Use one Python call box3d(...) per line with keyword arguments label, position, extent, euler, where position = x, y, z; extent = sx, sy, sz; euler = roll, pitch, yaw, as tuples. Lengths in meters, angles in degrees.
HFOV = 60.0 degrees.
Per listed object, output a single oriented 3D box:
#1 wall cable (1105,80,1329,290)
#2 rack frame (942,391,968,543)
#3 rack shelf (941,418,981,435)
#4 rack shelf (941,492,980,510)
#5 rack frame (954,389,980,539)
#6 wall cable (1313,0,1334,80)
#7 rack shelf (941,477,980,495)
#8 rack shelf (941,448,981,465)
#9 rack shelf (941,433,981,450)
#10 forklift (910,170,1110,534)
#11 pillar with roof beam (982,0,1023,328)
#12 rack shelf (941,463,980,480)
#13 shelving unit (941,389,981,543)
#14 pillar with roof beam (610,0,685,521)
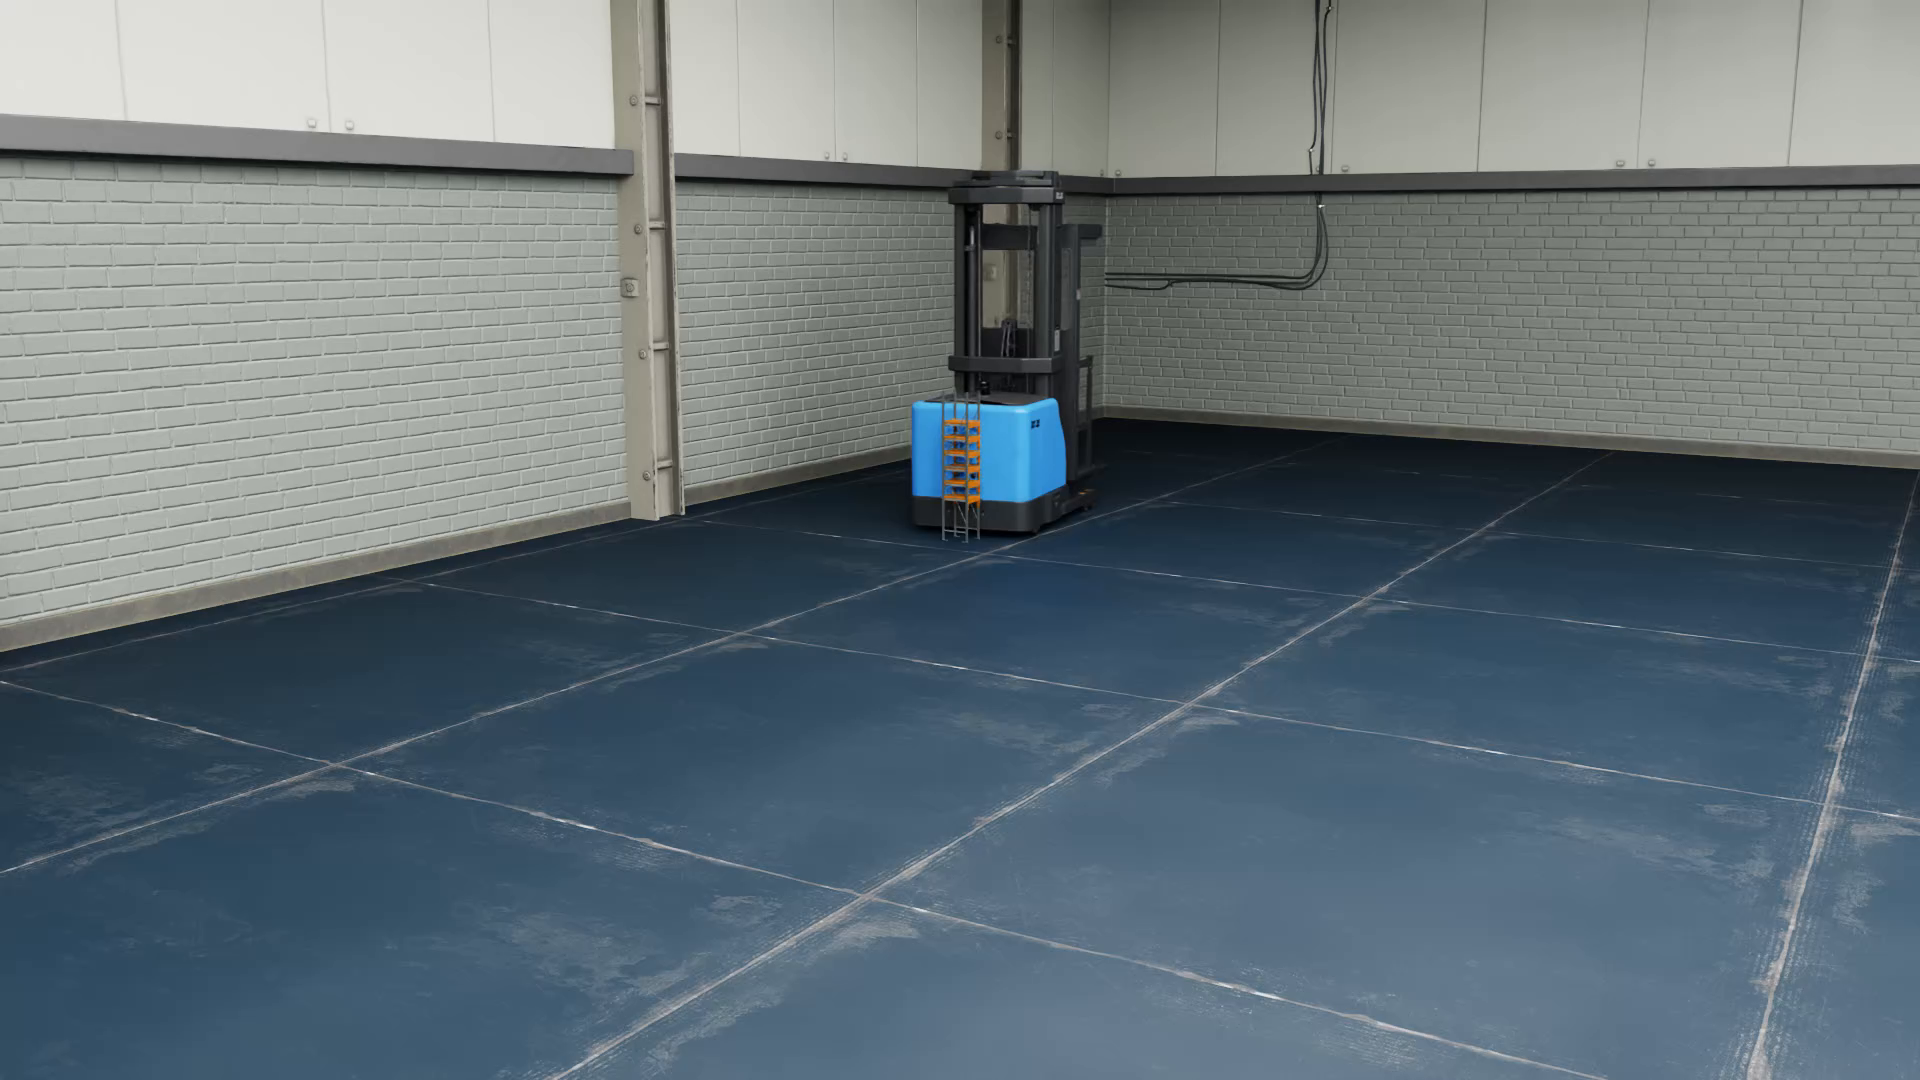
box3d(label="wall cable", position=(3.134, -4.389, 20.797), extent=(3.097, 2.526, 0.112), euler=(6, 12, 31))
box3d(label="rack frame", position=(-0.040, -0.578, 13.193), extent=(0.240, 1.200, 0.006), euler=(6, 12, 30))
box3d(label="rack shelf", position=(0.007, -0.902, 13.212), extent=(0.258, 0.103, 0.180), euler=(6, 12, 30))
box3d(label="rack shelf", position=(0.007, -0.312, 13.322), extent=(0.258, 0.103, 0.180), euler=(6, 12, 30))
box3d(label="rack frame", position=(0.054, -0.606, 13.347), extent=(0.240, 1.200, 0.006), euler=(6, 12, 30))
box3d(label="wall cable", position=(5.446, -6.613, 18.952), extent=(3.097, 2.526, 0.112), euler=(6, 12, 31))
box3d(label="rack shelf", position=(0.007, -0.430, 13.300), extent=(0.258, 0.103, 0.180), euler=(6, 12, 30))
box3d(label="rack shelf", position=(0.007, -0.666, 13.256), extent=(0.258, 0.103, 0.180), euler=(6, 12, 30))
box3d(label="rack shelf", position=(0.007, -0.784, 13.234), extent=(0.258, 0.103, 0.180), euler=(6, 12, 30))
box3d(label="forklift", position=(0.592, -1.724, 14.610), extent=(1.130, 2.935, 3.031), euler=(4, 11, 21))
box3d(label="pillar with roof beam", position=(4.153, -5.167, 16.515), extent=(9.100, 9.000, 0.400), euler=(6, 12, 31))
box3d(label="rack shelf", position=(0.007, -0.548, 13.278), extent=(0.258, 0.103, 0.180), euler=(6, 12, 30))
box3d(label="shelving unit", position=(0.007, -0.592, 13.270), extent=(0.258, 1.200, 0.189), euler=(6, 12, 30))
box3d(label="pillar with roof beam", position=(1.038, -4.224, 11.474), extent=(9.100, 9.000, 0.400), euler=(6, 12, 31))
